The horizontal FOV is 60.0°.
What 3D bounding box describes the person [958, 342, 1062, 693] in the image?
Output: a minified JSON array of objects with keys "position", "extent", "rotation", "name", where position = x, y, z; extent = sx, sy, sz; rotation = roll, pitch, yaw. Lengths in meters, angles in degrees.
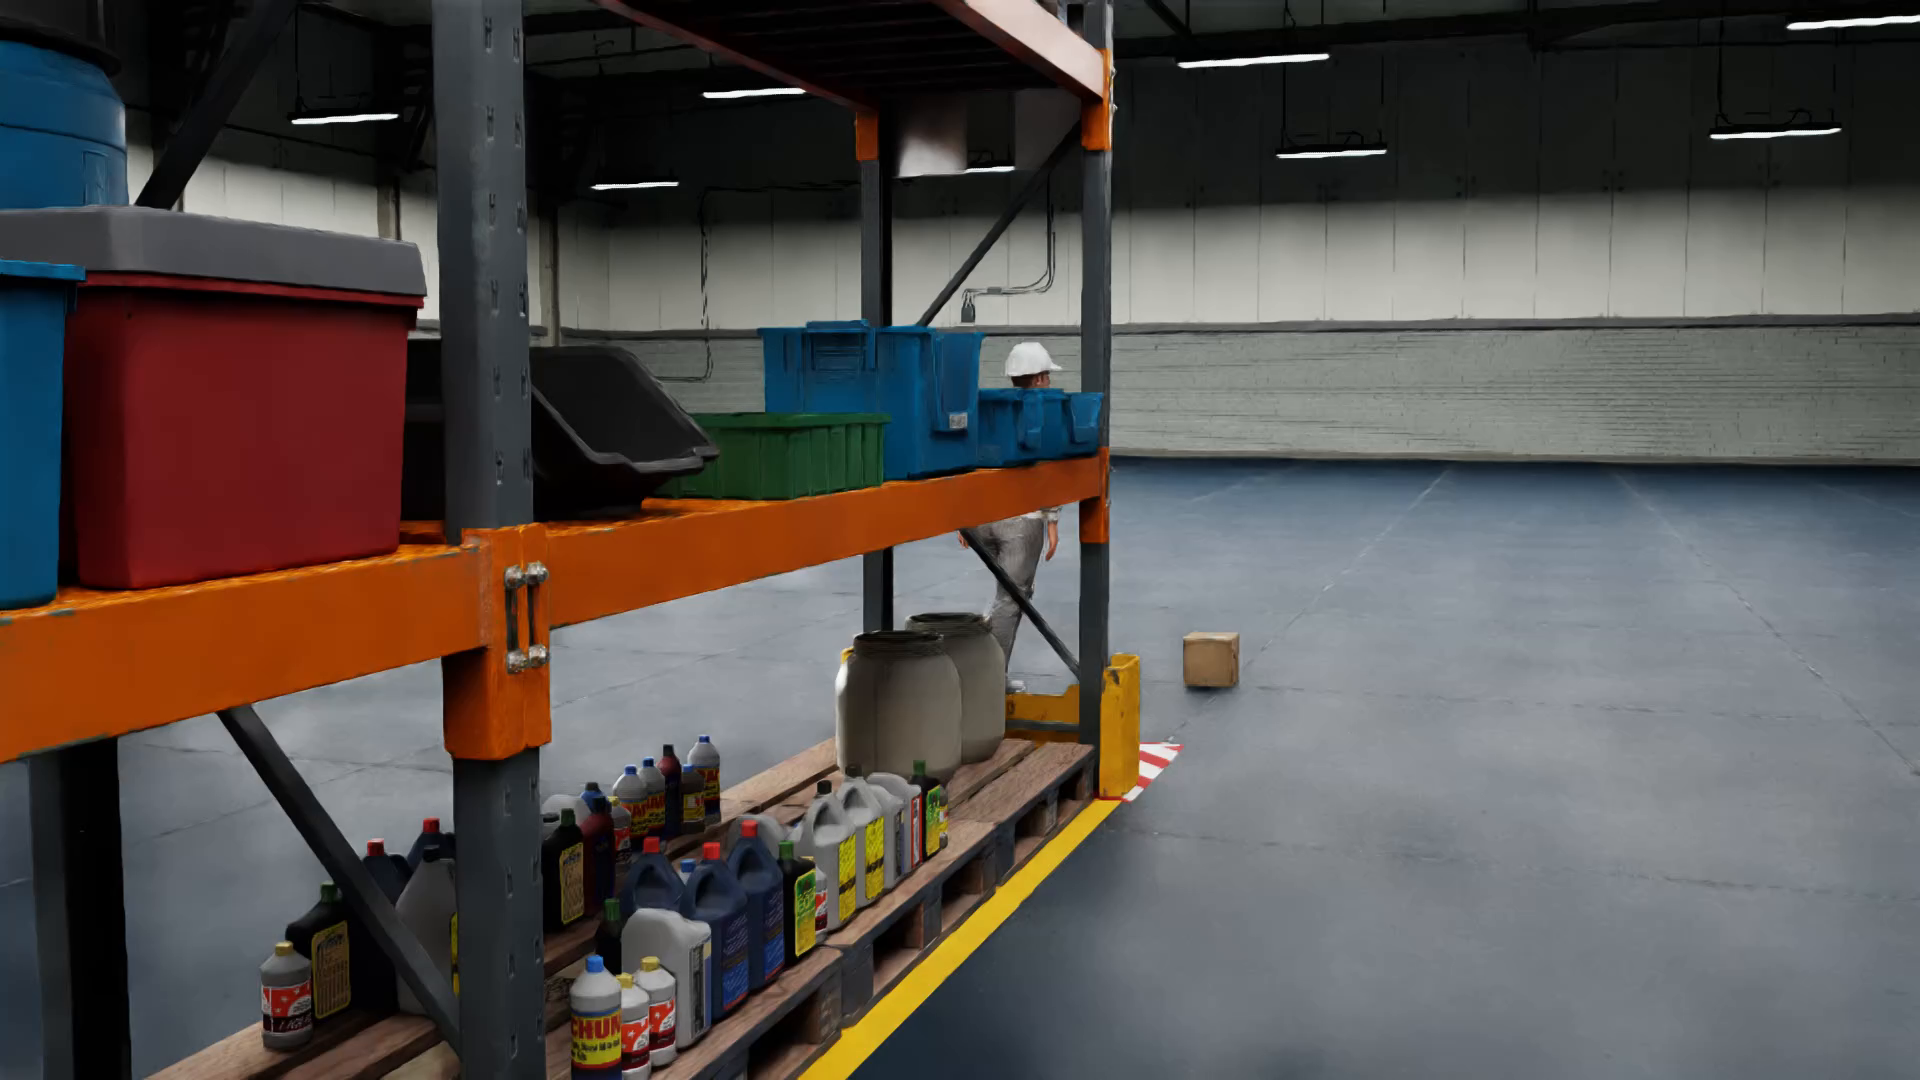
[{"position":[0.273,-0.105,8.305],"extent":[0.533,1.759,0.565],"rotation":[-5,7,-41],"name":"person"}]
